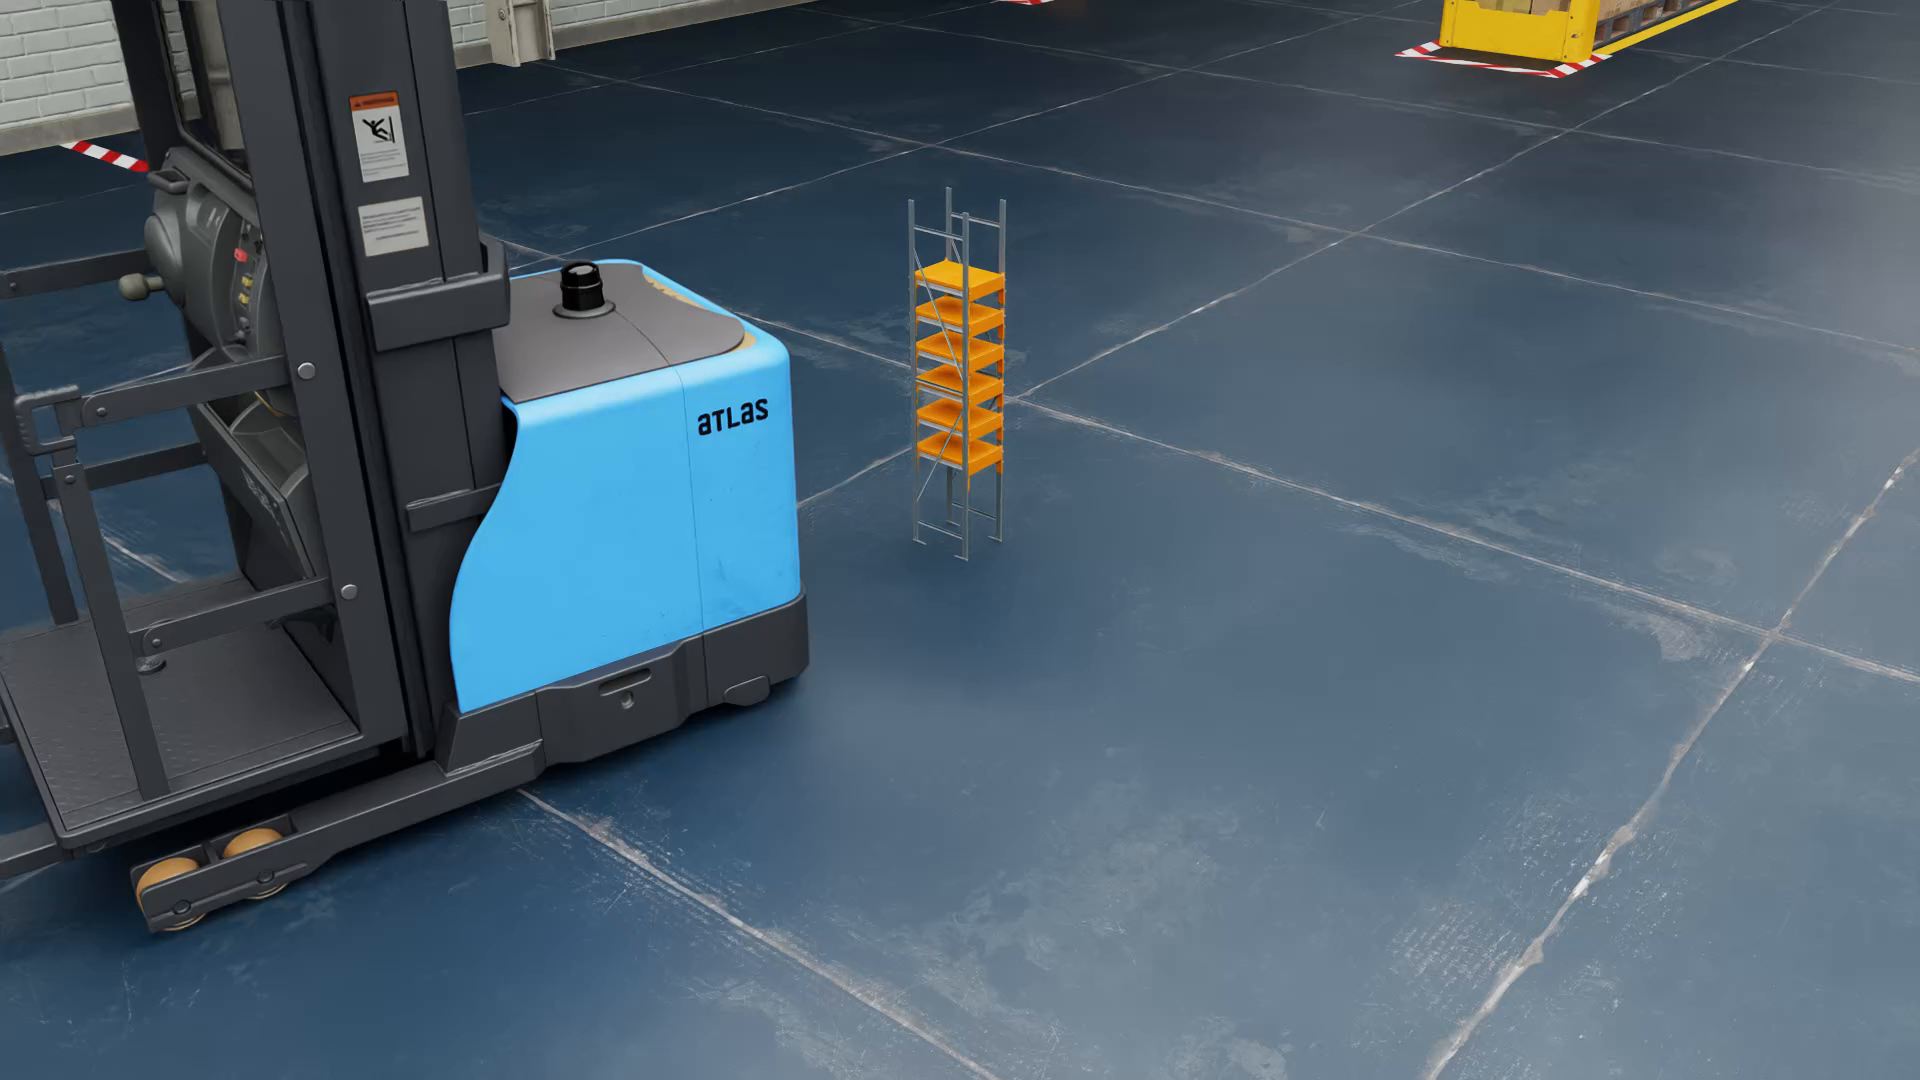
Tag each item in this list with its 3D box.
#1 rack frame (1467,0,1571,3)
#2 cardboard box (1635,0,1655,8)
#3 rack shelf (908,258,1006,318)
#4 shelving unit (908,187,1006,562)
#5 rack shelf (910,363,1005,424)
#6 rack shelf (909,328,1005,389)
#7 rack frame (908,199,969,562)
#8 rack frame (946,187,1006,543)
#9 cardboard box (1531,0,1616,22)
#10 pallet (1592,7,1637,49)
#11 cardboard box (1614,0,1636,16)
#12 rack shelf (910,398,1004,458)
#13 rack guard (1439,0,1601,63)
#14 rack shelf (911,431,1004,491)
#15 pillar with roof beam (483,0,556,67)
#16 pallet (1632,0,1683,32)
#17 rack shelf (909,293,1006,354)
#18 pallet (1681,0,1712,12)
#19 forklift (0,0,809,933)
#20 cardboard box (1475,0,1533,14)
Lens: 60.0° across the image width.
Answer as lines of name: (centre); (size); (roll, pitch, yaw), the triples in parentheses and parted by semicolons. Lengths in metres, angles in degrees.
rack frame: (4.451, -5.261, 12.655); (1.000, 3.000, 0.127); (21, 34, 34)
cardboard box: (5.597, -4.707, 14.119); (0.500, 0.250, 0.500); (21, 34, 34)
rack shelf: (-0.009, -0.808, 5.319); (0.258, 0.103, 0.180); (21, 34, 34)
shelving unit: (-0.009, -0.528, 5.464); (0.258, 1.200, 0.189); (21, 34, 34)
rack shelf: (-0.009, -0.488, 5.485); (0.258, 0.103, 0.180); (21, 34, 34)
rack shelf: (-0.009, -0.595, 5.430); (0.258, 0.103, 0.180); (21, 34, 34)
rack frame: (-0.067, -0.495, 5.402); (0.240, 1.200, 0.006); (21, 34, 34)
rack frame: (0.049, -0.560, 5.527); (0.240, 1.200, 0.006); (21, 34, 34)
cardboard box: (4.964, -4.351, 13.432); (0.500, 0.250, 0.500); (21, 34, 34)
pallet: (4.905, -4.306, 13.843); (1.003, 0.211, 1.213); (21, 34, 34)
cardboard box: (5.279, -4.530, 13.777); (0.500, 0.250, 0.500); (21, 34, 34)
rack shelf: (-0.009, -0.382, 5.540); (0.258, 0.103, 0.180); (21, 34, 34)
rack guard: (4.436, -4.142, 13.213); (1.175, 0.500, 0.348); (21, 34, 34)
rack shelf: (-0.009, -0.275, 5.595); (0.258, 0.103, 0.180); (21, 34, 34)
pillar with roof beam: (-0.091, -6.487, 8.496); (9.100, 9.000, 0.400); (21, 34, 34)
pallet: (5.681, -4.736, 14.676); (1.003, 0.211, 1.213); (21, 34, 34)
rack shelf: (-0.009, -0.701, 5.375); (0.258, 0.103, 0.180); (21, 34, 34)
pallet: (6.457, -5.171, 15.515); (1.003, 0.211, 1.213); (21, 34, 34)
forklift: (-1.933, -0.650, 3.818); (3.031, 2.935, 1.130); (-19, 33, -32)
cardboard box: (4.564, -4.503, 13.724); (0.500, 0.250, 0.500); (21, 34, 34)
